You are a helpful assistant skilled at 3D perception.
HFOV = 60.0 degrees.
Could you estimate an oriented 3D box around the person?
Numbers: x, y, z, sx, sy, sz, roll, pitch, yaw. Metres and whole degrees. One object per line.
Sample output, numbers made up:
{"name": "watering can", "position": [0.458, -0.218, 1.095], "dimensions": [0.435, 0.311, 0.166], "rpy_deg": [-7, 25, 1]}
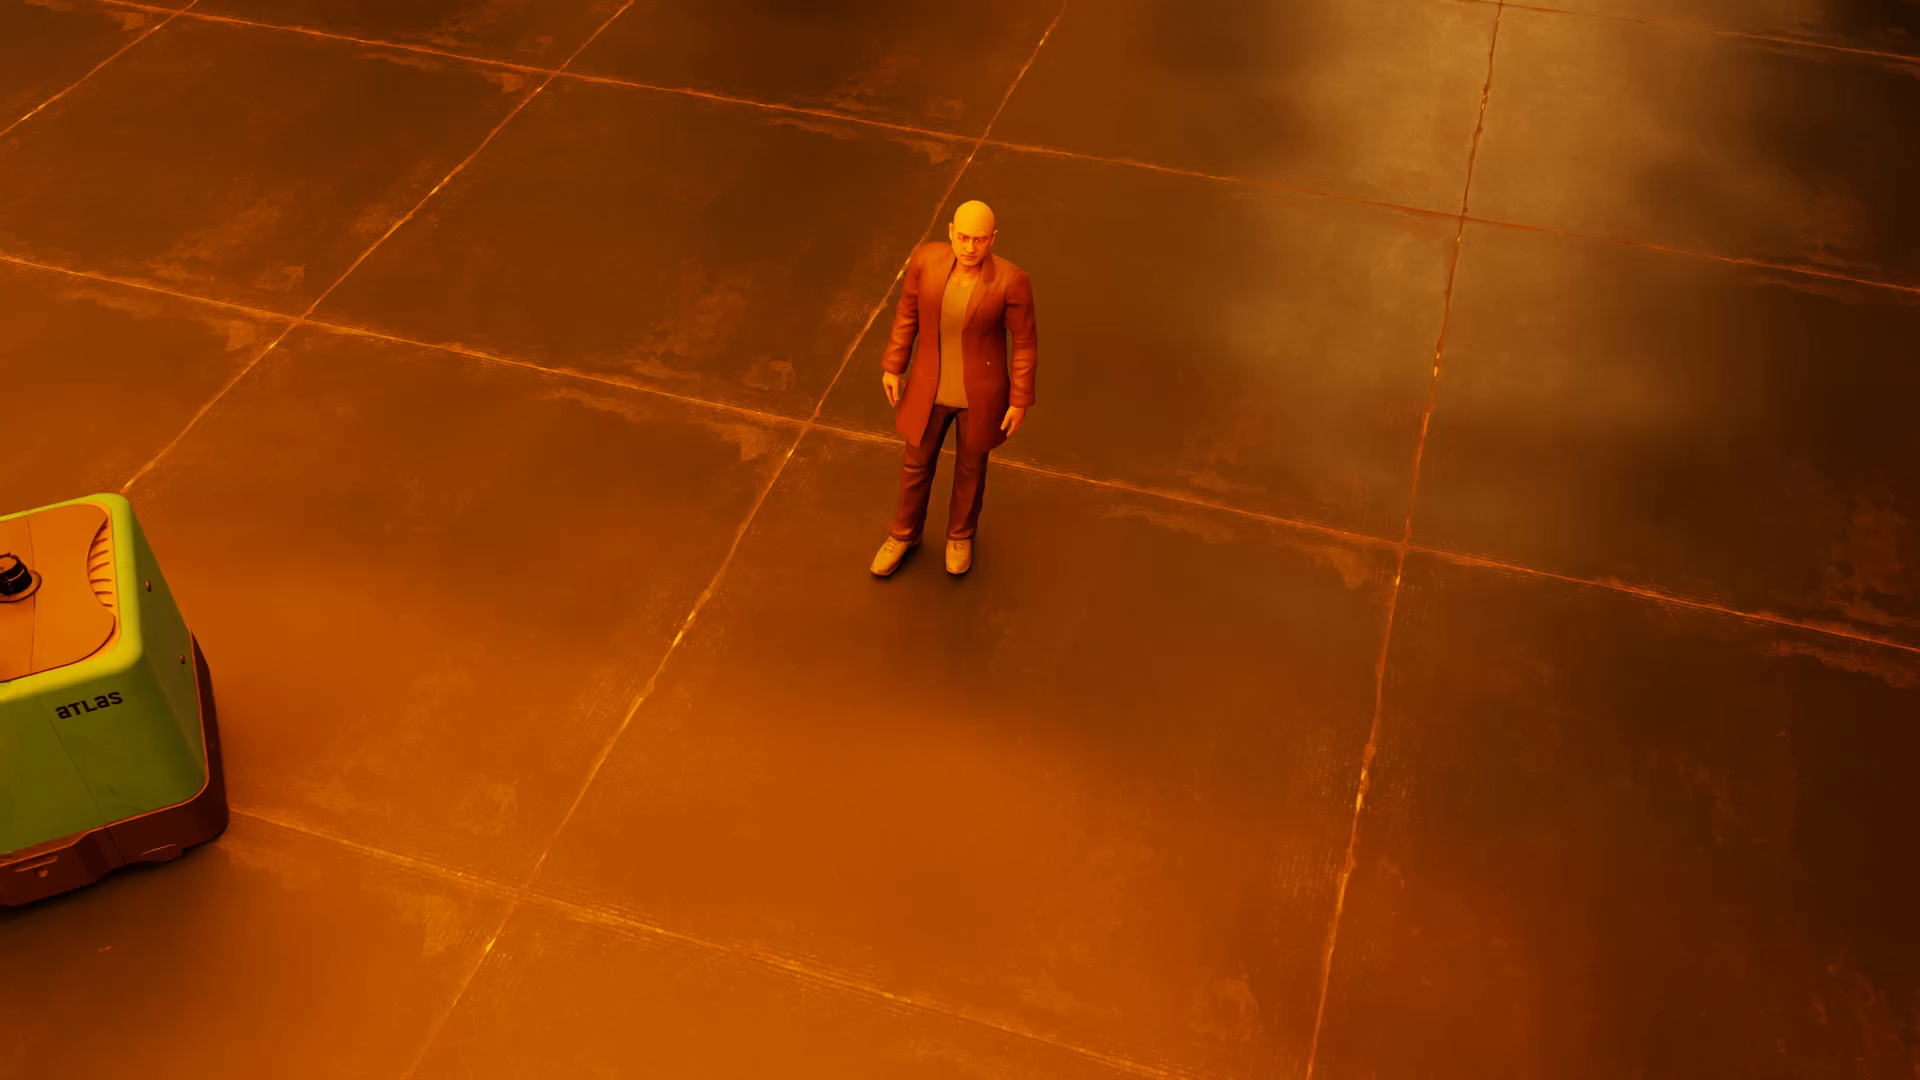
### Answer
{"name": "person", "position": [-0.031, -0.597, 7.167], "dimensions": [0.698, 1.777, 0.579], "rpy_deg": [12, 44, 13]}

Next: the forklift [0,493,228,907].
{"name": "forklift", "position": [-4.451, 0.204, 5.470], "dimensions": [3.031, 2.935, 1.130], "rpy_deg": [-16, 45, -17]}
